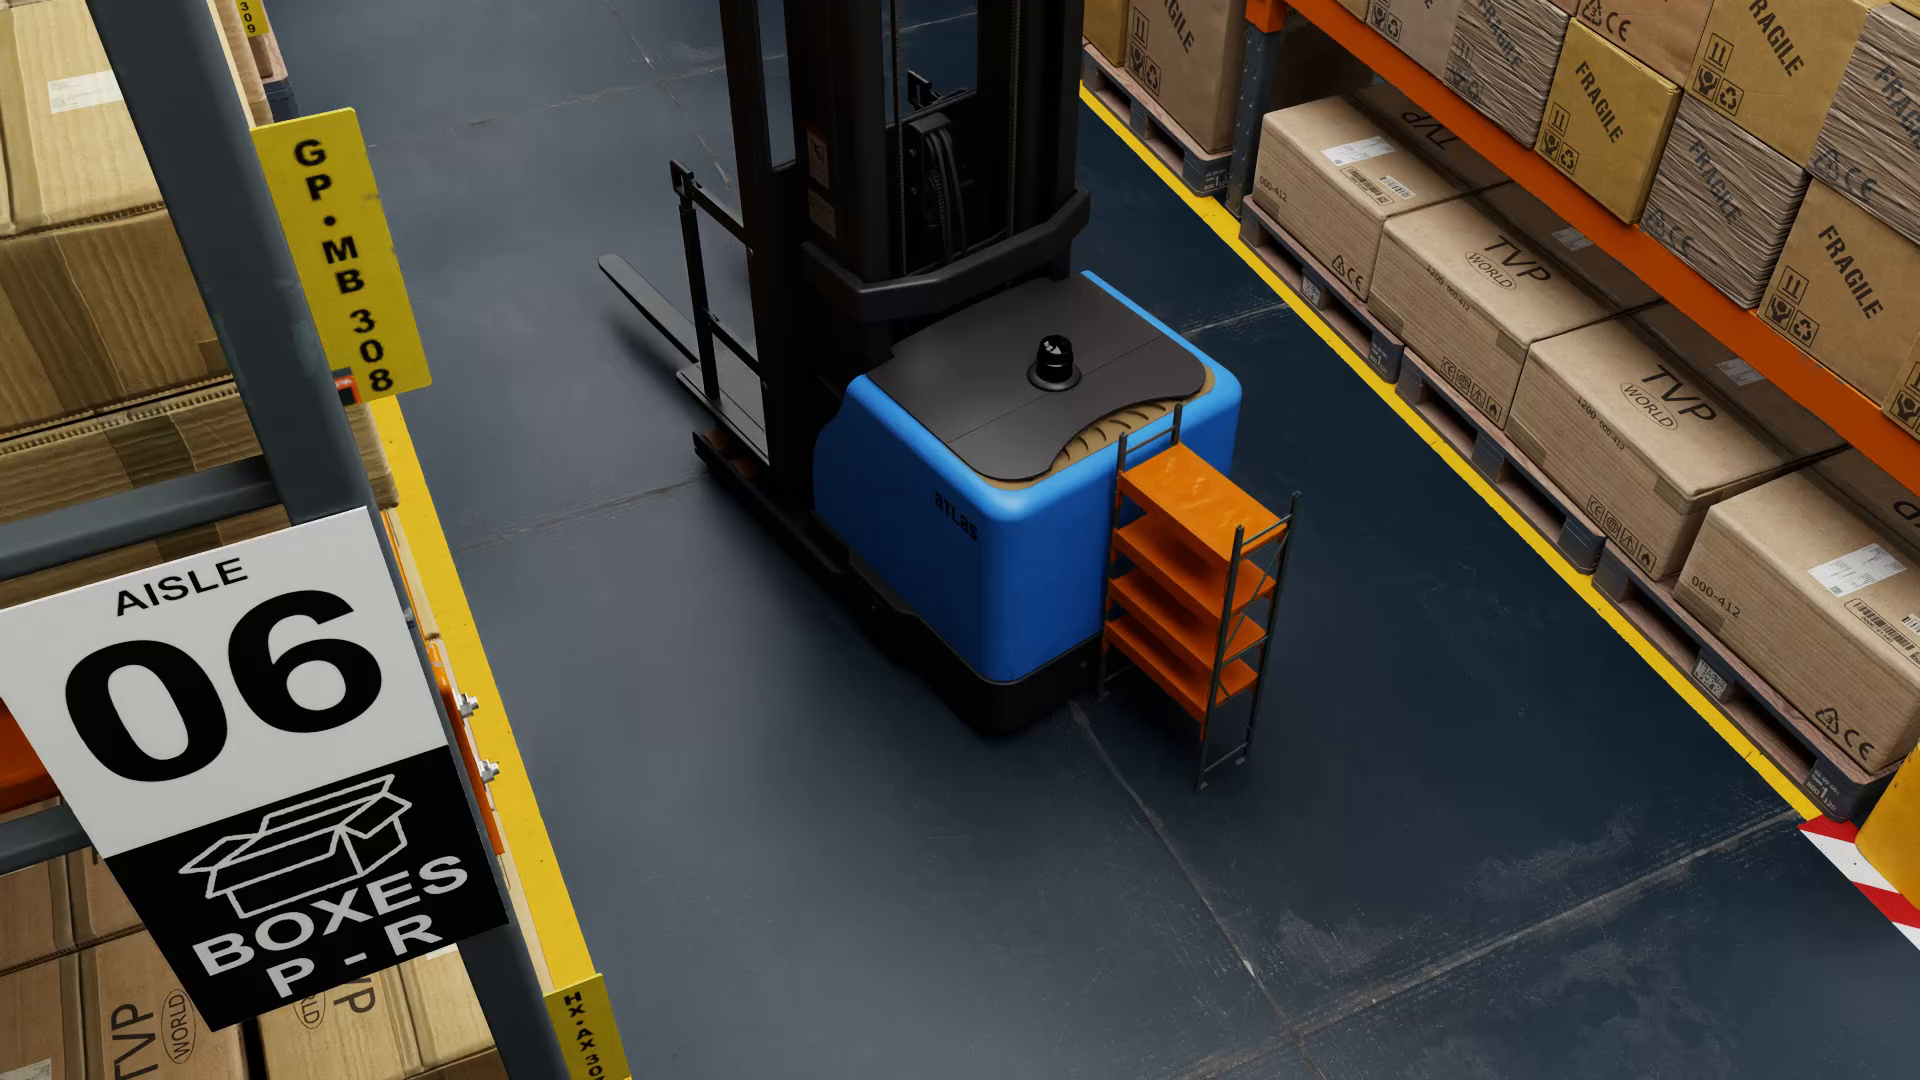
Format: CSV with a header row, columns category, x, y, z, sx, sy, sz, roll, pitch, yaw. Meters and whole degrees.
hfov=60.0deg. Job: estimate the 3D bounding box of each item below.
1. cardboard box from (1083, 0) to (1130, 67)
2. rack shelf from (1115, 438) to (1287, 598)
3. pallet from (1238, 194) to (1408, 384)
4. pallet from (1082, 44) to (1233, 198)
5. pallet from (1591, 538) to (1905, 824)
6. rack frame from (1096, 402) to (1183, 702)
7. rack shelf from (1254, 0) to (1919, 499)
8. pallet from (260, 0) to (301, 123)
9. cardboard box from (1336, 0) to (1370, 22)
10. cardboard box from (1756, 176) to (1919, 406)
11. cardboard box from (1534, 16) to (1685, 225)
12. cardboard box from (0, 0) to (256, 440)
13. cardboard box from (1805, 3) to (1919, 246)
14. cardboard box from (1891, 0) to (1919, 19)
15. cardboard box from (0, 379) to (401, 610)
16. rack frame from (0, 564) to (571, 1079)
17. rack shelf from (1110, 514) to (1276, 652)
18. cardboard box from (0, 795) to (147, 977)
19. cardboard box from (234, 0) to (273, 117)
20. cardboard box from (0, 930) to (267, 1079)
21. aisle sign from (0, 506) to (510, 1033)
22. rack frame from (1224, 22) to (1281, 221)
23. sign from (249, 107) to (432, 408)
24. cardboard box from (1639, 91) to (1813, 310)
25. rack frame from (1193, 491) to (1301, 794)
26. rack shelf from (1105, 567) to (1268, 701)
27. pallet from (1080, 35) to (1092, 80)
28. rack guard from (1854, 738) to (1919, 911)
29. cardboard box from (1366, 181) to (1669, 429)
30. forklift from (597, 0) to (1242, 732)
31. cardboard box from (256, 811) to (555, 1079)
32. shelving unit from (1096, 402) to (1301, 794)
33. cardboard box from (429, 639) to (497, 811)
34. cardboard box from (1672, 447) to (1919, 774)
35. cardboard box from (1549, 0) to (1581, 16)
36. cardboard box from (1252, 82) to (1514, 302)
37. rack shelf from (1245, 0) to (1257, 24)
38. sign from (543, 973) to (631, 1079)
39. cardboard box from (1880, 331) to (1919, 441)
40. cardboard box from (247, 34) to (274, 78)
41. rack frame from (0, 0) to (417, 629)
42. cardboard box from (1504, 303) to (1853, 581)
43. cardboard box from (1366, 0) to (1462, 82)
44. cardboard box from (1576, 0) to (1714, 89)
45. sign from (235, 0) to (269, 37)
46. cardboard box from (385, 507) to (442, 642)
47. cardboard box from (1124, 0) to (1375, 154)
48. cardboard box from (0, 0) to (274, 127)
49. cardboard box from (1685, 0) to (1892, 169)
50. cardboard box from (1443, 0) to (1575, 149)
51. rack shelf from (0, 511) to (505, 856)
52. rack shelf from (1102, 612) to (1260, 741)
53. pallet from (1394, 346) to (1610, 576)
category,x,y,z,sx,sy,sz,roll,pitch,yaw
cardboard box,1.006,-3.083,8.452,0.875,0.875,0.875,-17,47,-16
rack shelf,0.712,-0.073,4.910,0.258,0.148,0.480,-28,51,-26
pallet,1.974,-1.244,7.361,1.003,0.211,1.213,-18,47,-17
pallet,1.333,-2.221,8.351,1.003,0.211,1.213,-18,47,-17
pallet,3.000,0.311,5.785,1.003,0.211,1.213,-18,47,-17
rack frame,0.565,0.071,5.324,0.240,1.200,0.015,-28,51,-26
rack shelf,2.567,-1.214,5.857,1.077,0.370,4.000,-18,47,-17
pallet,-3.013,-1.750,6.024,1.003,0.211,1.213,-18,47,-17
cardboard box,1.685,-2.404,6.479,0.500,0.500,0.500,-17,47,-16
cardboard box,2.767,-0.785,4.838,0.500,0.500,0.500,-19,48,-18
cardboard box,2.313,-1.435,5.497,0.500,0.500,0.500,-17,47,-16
cardboard box,-1.053,-0.382,1.905,0.500,0.250,0.500,-19,48,-18
cardboard box,2.742,-1.148,4.495,0.500,0.500,0.500,-18,47,-17
cardboard box,2.693,-1.455,4.344,0.380,0.149,0.250,-17,47,-17
cardboard box,-1.033,-0.211,2.088,0.500,0.250,0.500,-19,48,-18
rack frame,-1.094,1.273,2.825,1.000,3.000,0.127,-18,47,-17
rack shelf,0.712,0.096,5.076,0.258,0.148,0.480,-28,51,-26
cardboard box,-1.744,0.676,3.324,0.500,0.250,0.500,-18,47,-17
cardboard box,-1.469,-0.859,2.744,0.500,0.250,0.500,-19,48,-19
cardboard box,-1.529,1.005,2.990,0.500,0.250,0.500,-17,47,-16
aisle sign,-0.799,0.304,1.955,0.394,0.787,0.004,-18,47,-17
rack frame,1.726,-2.745,6.896,1.000,3.000,0.127,-18,47,-17
sign,-0.602,-0.267,1.627,0.100,0.325,0.005,-18,47,-17
cardboard box,2.542,-1.110,5.168,0.500,0.500,0.500,-17,47,-16
rack frame,0.860,0.344,5.047,0.240,1.200,0.015,-28,51,-26
rack shelf,0.712,0.255,5.233,0.258,0.148,0.480,-28,51,-26
pallet,0.816,-3.000,9.140,1.003,0.211,1.213,-18,47,-17
rack guard,3.418,0.709,5.175,1.175,0.500,0.348,-18,47,-17
cardboard box,2.269,-0.980,6.633,0.875,0.438,0.875,-19,48,-19
forklift,-0.382,-1.396,5.578,1.130,2.935,3.031,-28,51,-26
cardboard box,-1.041,0.851,3.146,0.500,0.250,0.500,-18,47,-17
shelving unit,0.712,0.207,5.186,0.258,1.200,0.503,-28,51,-26
cardboard box,-1.253,0.530,3.472,0.500,0.250,0.500,-18,47,-17
cardboard box,3.039,0.176,5.461,0.875,0.438,0.875,-20,48,-19
cardboard box,2.118,-2.108,5.467,0.500,0.500,0.500,-17,47,-17
cardboard box,1.892,-1.550,7.211,0.875,0.438,0.875,-19,48,-18
rack shelf,0.885,-3.763,8.440,1.077,0.370,4.000,-18,47,-17
sign,-0.602,0.804,2.683,0.100,0.325,0.005,-18,47,-17
cardboard box,2.965,-0.460,4.510,0.500,0.500,0.500,-18,47,-17
cardboard box,-2.777,-1.836,5.605,0.700,0.500,0.500,-17,47,-16
rack frame,-1.094,-0.863,0.717,1.000,3.000,0.127,-18,47,-17
cardboard box,2.647,-0.405,6.050,0.875,0.438,0.875,-17,47,-16
cardboard box,1.893,-2.082,6.153,0.500,0.500,0.500,-18,47,-17
cardboard box,2.328,-1.786,5.141,0.500,0.500,0.500,-18,47,-18
sign,-2.287,-1.750,5.271,0.100,0.325,0.005,-18,47,-17
cardboard box,-1.469,0.208,3.798,0.500,0.250,0.500,-19,48,-18
cardboard box,1.392,-2.509,7.871,0.875,0.875,0.875,-17,47,-16
cardboard box,-1.250,-0.712,2.239,0.500,0.250,0.500,-18,47,-18
cardboard box,2.537,-1.465,4.816,0.500,0.500,0.500,-18,47,-18
cardboard box,2.097,-1.763,5.830,0.500,0.500,0.500,-18,47,-17
rack shelf,-1.935,-0.814,3.315,1.077,0.370,4.000,-18,47,-17
rack shelf,0.712,0.396,5.372,0.258,0.148,0.480,-28,51,-26
pallet,2.491,-0.466,6.572,1.003,0.211,1.213,-18,47,-17
